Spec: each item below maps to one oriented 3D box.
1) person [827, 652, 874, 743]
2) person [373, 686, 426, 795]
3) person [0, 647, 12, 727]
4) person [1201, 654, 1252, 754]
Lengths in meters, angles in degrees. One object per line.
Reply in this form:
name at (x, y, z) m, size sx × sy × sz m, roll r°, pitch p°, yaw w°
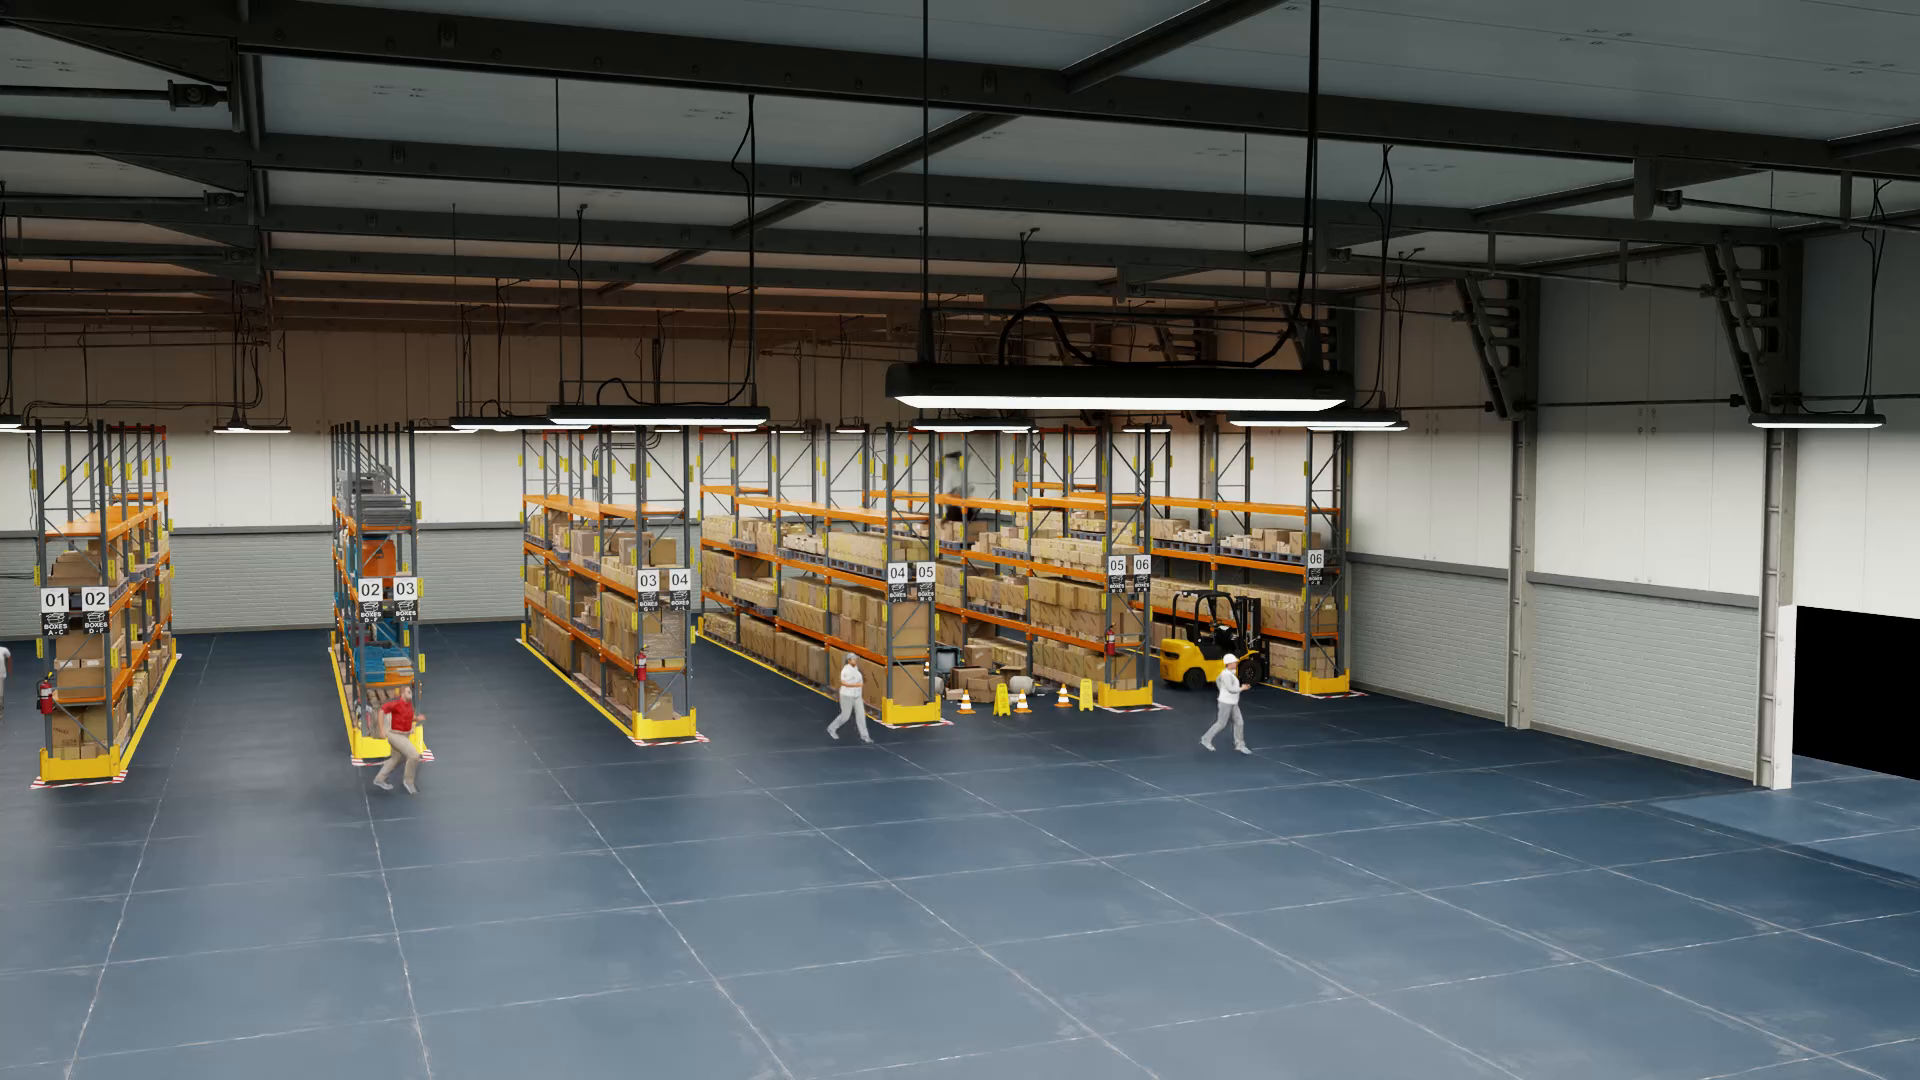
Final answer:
person at (-2.039, 2.937, 31.039) m, size 0.923 × 1.685 × 0.612 m, roll 2°, pitch 4°, yaw 26°
person at (-8.993, 3.215, 26.628) m, size 0.870 × 1.771 × 0.688 m, roll 0°, pitch 4°, yaw 2°
person at (-19.164, 2.761, 32.954) m, size 0.681 × 1.803 × 0.897 m, roll -2°, pitch 4°, yaw -33°
person at (4.797, 2.946, 29.909) m, size 0.907 × 1.804 × 0.636 m, roll 1°, pitch 4°, yaw 18°
